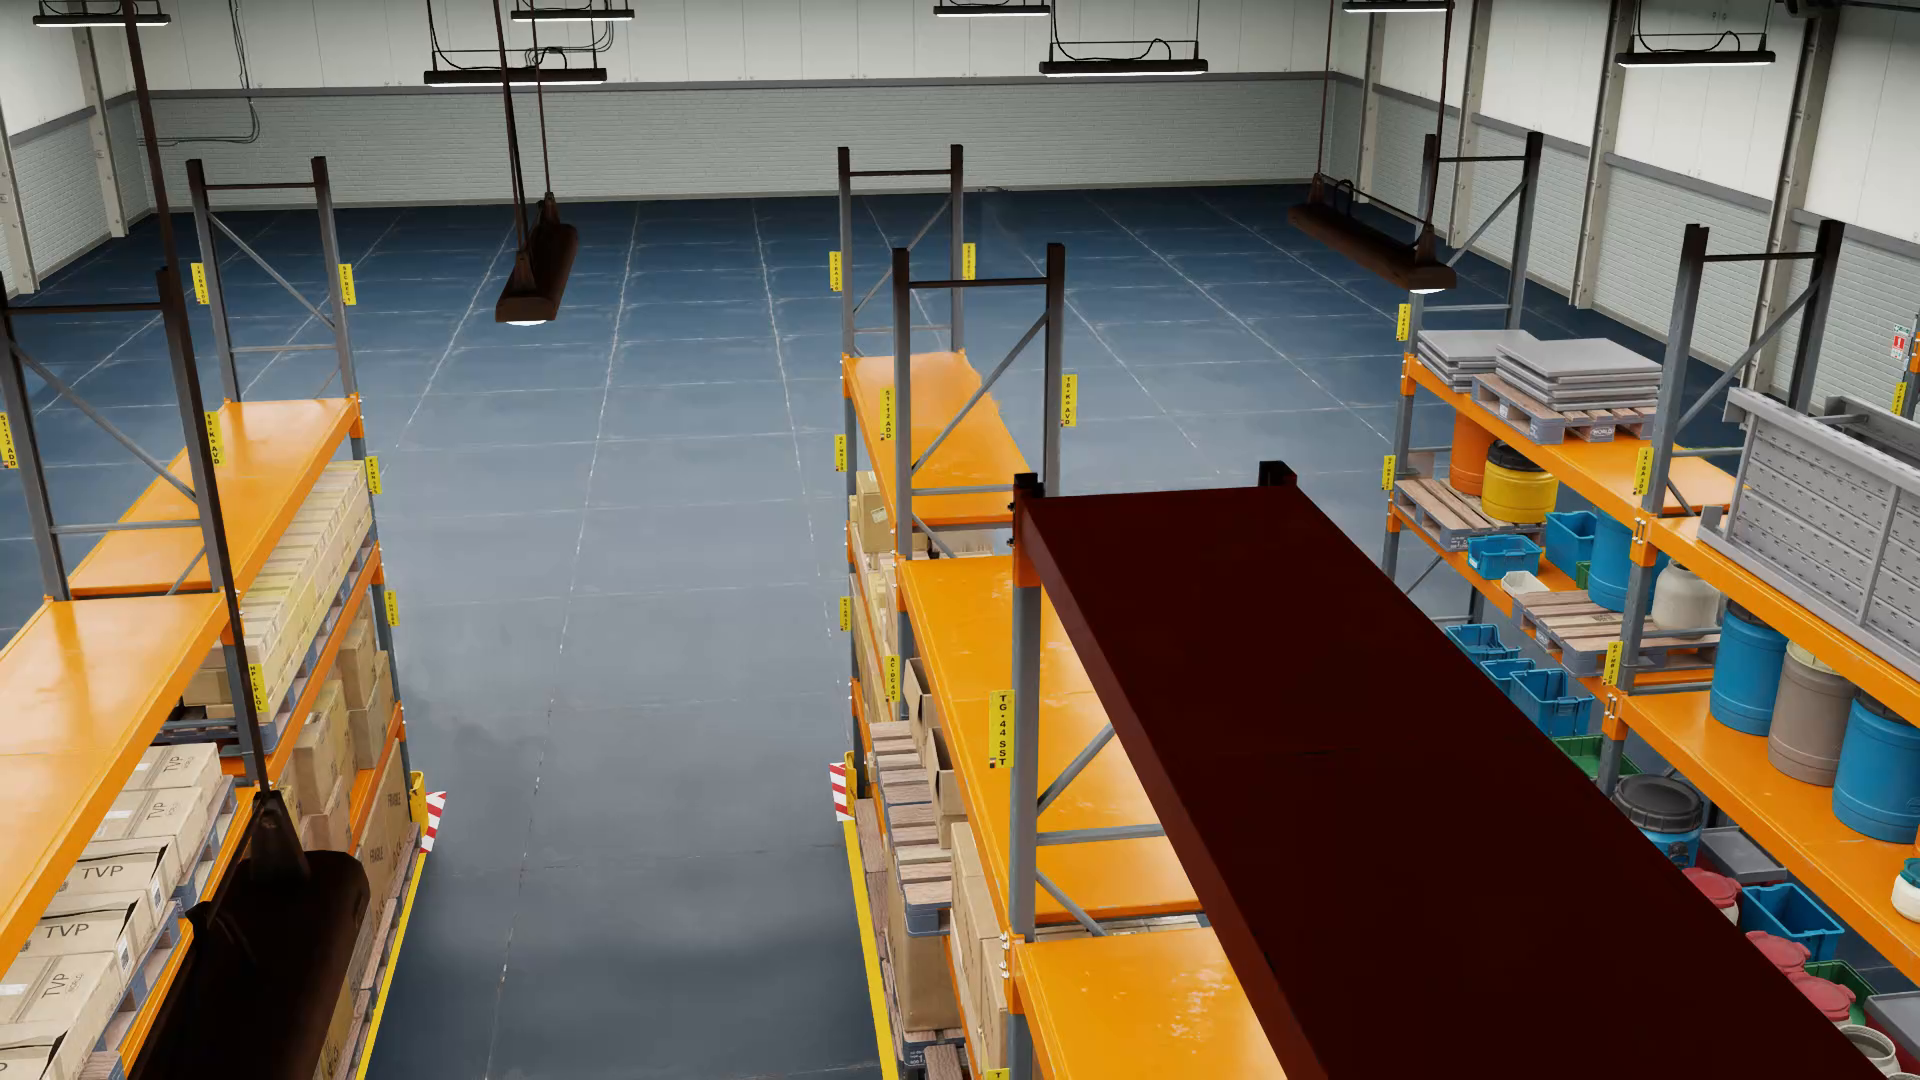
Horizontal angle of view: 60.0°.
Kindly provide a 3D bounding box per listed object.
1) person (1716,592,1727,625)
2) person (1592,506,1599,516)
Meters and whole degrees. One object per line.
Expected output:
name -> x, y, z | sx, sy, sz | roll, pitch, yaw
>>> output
person -> 8.291, 0.553, 18.207 | 0.881, 1.605, 0.615 | 11, 24, 25
person -> 7.912, -0.398, 20.165 | 0.988, 1.756, 0.696 | 4, 22, 10
